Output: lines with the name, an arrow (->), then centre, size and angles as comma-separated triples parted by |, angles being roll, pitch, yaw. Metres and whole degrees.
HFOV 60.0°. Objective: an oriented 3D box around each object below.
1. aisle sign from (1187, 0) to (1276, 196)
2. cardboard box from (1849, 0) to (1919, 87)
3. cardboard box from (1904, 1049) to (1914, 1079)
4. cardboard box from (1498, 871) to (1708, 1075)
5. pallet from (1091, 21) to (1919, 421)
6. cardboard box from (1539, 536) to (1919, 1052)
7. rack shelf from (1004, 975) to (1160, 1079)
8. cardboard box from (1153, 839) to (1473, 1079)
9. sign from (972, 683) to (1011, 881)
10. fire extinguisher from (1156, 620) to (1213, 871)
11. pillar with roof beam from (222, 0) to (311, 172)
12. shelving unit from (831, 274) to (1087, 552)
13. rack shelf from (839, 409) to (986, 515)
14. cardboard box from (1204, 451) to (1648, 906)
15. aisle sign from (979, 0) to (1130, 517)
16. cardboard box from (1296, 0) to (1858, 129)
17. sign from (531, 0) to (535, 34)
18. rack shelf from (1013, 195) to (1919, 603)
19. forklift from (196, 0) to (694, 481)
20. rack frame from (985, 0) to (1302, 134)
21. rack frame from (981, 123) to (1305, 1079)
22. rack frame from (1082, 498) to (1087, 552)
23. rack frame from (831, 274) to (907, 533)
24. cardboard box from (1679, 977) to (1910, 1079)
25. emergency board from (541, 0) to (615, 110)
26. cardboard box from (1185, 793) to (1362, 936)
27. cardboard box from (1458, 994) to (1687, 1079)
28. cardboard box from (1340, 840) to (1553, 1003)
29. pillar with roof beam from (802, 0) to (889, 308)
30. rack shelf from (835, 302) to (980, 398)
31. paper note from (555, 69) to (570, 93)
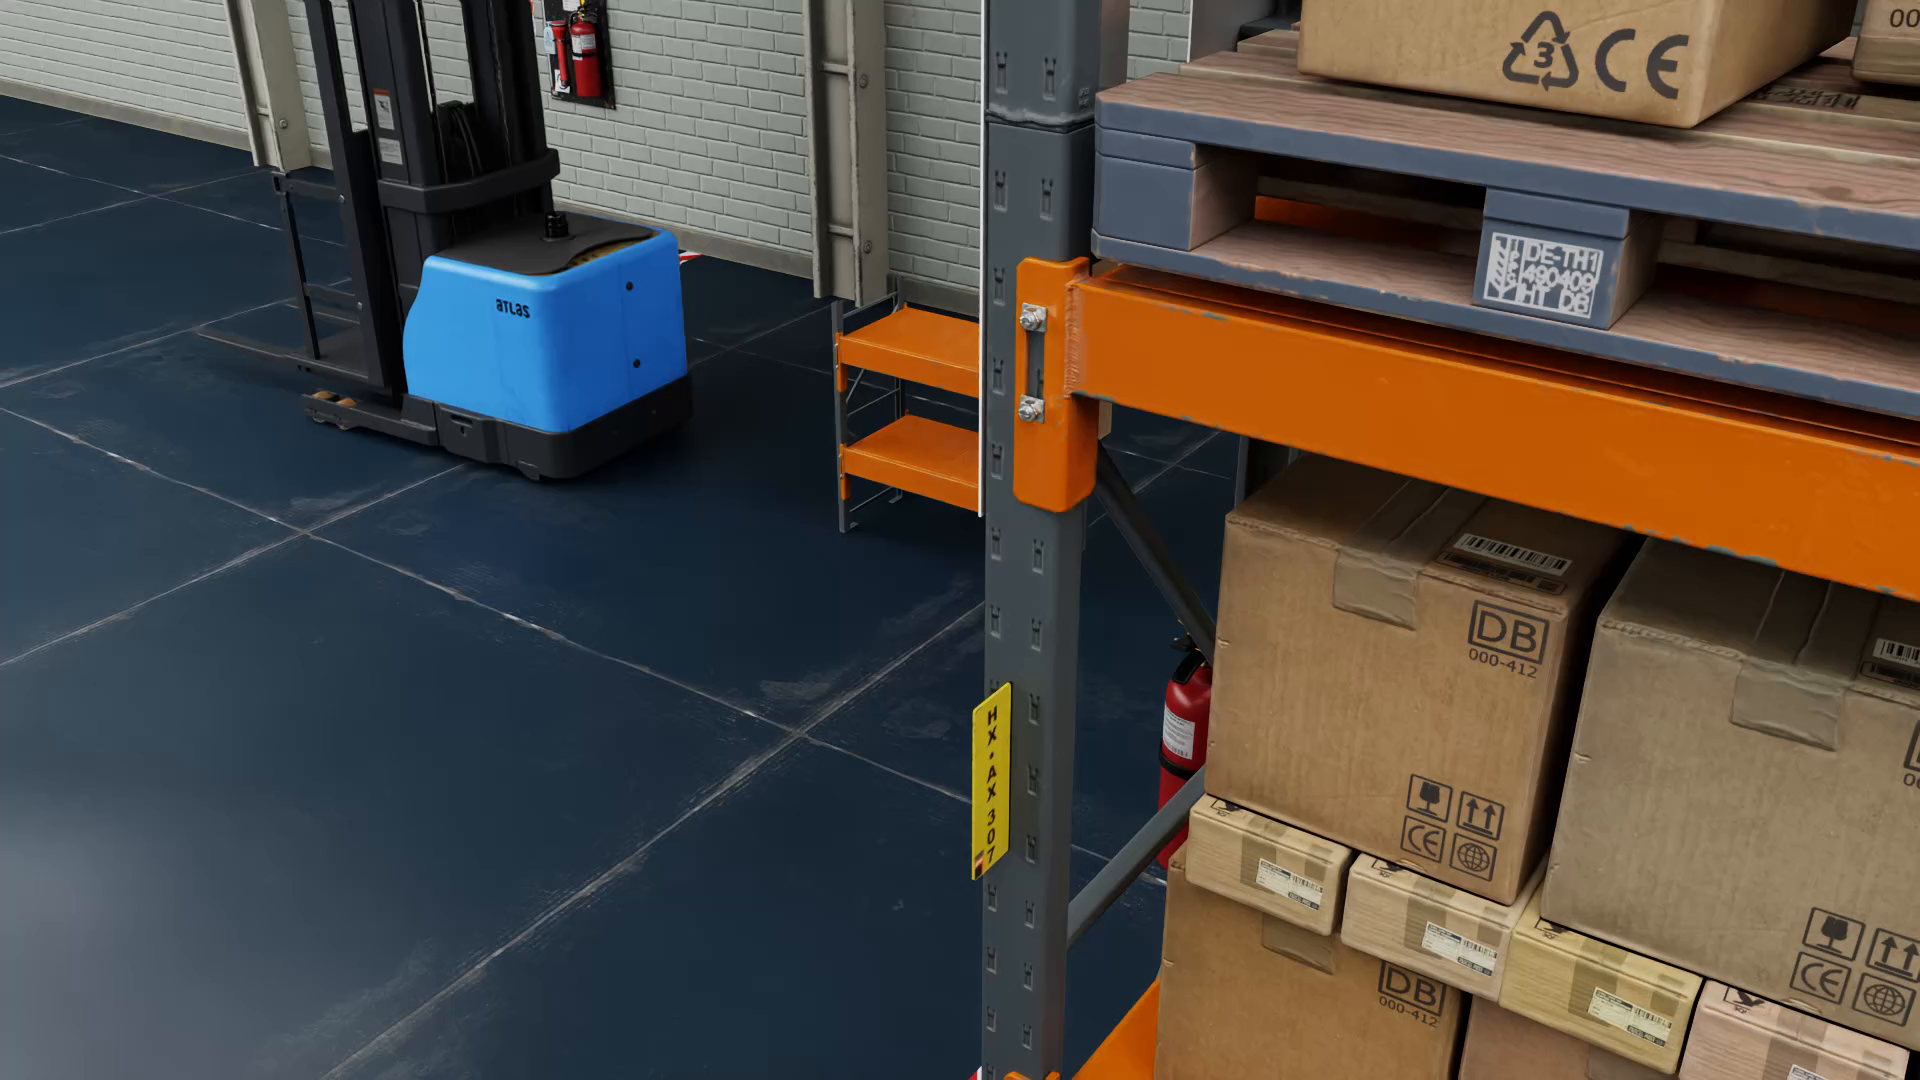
aisle sign -> 0.481, -0.684, 2.920 | 0.004, 0.787, 0.394 | 17, 32, 30
cardboard box -> 1.467, -0.721, 2.100 | 0.500, 0.250, 0.500 | 17, 32, 30
cardboard box -> 1.588, 0.944, 2.477 | 0.500, 0.500, 0.700 | 18, 32, 31
cardboard box -> 0.994, 0.580, 2.477 | 0.250, 0.149, 0.380 | 17, 32, 31
pallet -> 0.937, -0.505, 2.225 | 1.213, 0.211, 1.003 | 17, 32, 30
cardboard box -> 1.227, 0.250, 2.411 | 0.500, 0.500, 0.700 | 16, 31, 29
rack shelf -> 2.017, 1.436, 2.415 | 4.000, 0.370, 1.077 | 17, 32, 30
cardboard box -> 0.746, 0.682, 2.993 | 0.500, 0.500, 0.700 | 17, 32, 30
sign -> 0.050, 0.386, 2.642 | 0.005, 0.325, 0.100 | 17, 32, 30
fire extinguisher -> 0.534, 0.432, 3.679 | 0.183, 0.674, 0.296 | 17, 32, 30
pillar with roof beam -> -8.092, -5.541, 8.716 | 0.400, 9.000, 9.100 | 17, 32, 30
shelving unit -> 0.006, -0.500, 7.491 | 1.048, 1.125, 0.538 | 17, 32, 30
rack shelf -> 0.006, -0.282, 7.602 | 1.000, 0.278, 0.538 | 17, 32, 30
cardboard box -> 0.790, 0.117, 2.672 | 0.500, 0.500, 0.700 | 17, 32, 30
aisle sign -> 0.141, -0.459, 2.479 | 0.004, 0.787, 0.394 | 17, 32, 30
cardboard box -> 0.840, -0.882, 2.137 | 0.637, 0.503, 0.797 | 20, 33, 34
sign -> -3.121, -3.781, 11.833 | 0.234, 0.329, 0.001 | 17, 32, 30
rack shelf -> 2.017, 0.099, 1.735 | 4.000, 0.370, 1.077 | 17, 32, 30
forklift -> -2.954, -2.083, 8.611 | 3.031, 2.935, 1.130 | 15, 31, 27
rack frame -> 0.369, -2.072, 1.900 | 0.127, 3.000, 1.000 | 17, 32, 30
rack frame -> 0.369, 0.601, 3.261 | 0.127, 3.000, 1.000 | 17, 32, 30
rack frame -> 0.425, -0.369, 7.235 | 0.032, 1.125, 0.500 | 17, 32, 30
rack frame -> -0.413, -0.630, 7.748 | 0.032, 1.125, 0.500 | 17, 32, 30
cardboard box -> 1.201, 0.646, 2.348 | 0.250, 0.149, 0.380 | 17, 31, 30
emergency board -> -2.724, -3.585, 11.487 | 0.643, 1.169, 0.194 | 17, 32, 30
cardboard box -> 0.570, 0.449, 2.735 | 0.250, 0.149, 0.380 | 17, 32, 30
cardboard box -> 1.182, 0.815, 2.732 | 0.500, 0.500, 0.700 | 18, 32, 32
cardboard box -> 0.789, 0.516, 2.604 | 0.250, 0.149, 0.380 | 16, 31, 29
pillar with roof beam -> -3.146, -4.000, 5.688 | 0.400, 9.000, 9.100 | 17, 32, 30
rack shelf -> 0.006, -0.760, 7.359 | 1.000, 0.278, 0.538 | 17, 32, 30
paper note -> -2.831, -3.263, 11.827 | 0.142, 0.148, 0.016 | 17, 32, 30
